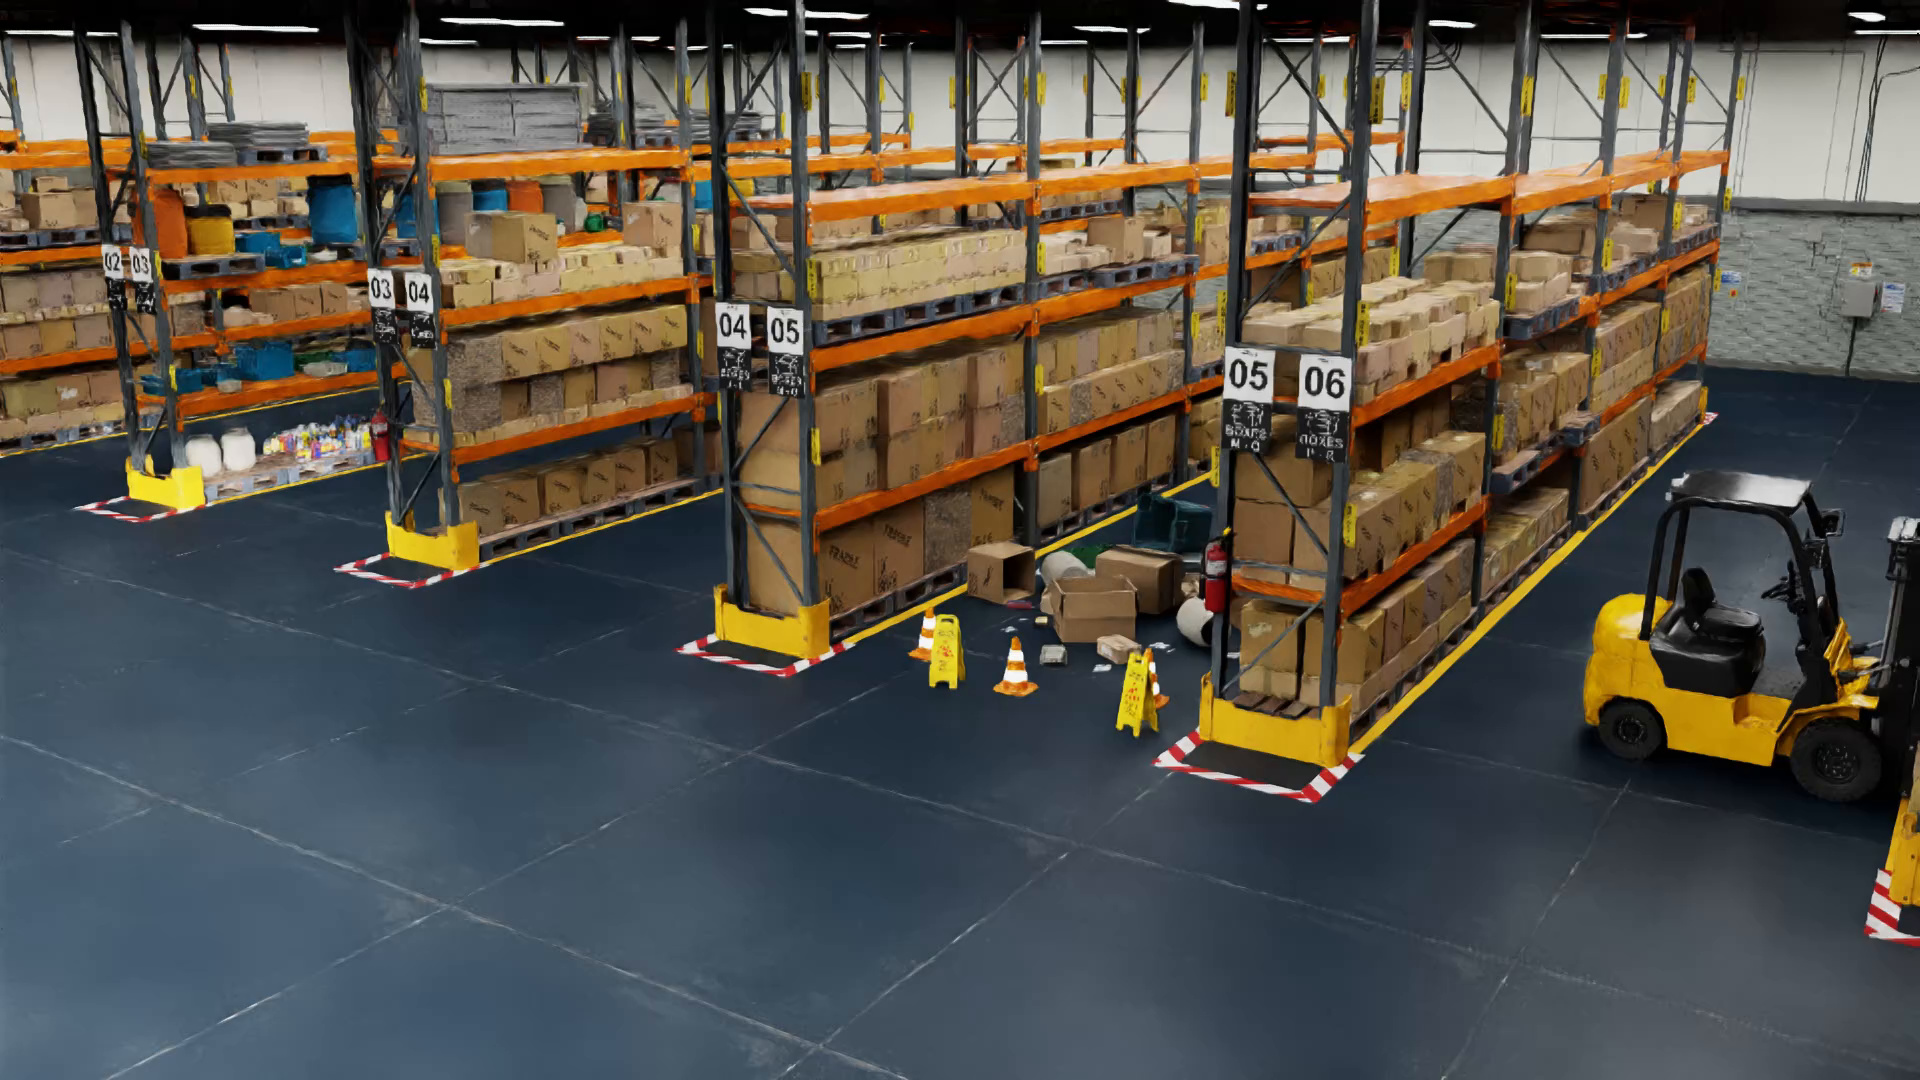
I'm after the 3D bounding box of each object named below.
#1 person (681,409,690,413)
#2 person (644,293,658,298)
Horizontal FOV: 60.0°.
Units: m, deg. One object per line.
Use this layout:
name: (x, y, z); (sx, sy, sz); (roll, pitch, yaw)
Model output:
person: (-4.531, -2.805, 26.368); (0.592, 1.590, 0.518); (9, 18, 29)
person: (-6.081, -4.671, 33.017); (0.580, 1.619, 0.507); (8, 17, 27)
